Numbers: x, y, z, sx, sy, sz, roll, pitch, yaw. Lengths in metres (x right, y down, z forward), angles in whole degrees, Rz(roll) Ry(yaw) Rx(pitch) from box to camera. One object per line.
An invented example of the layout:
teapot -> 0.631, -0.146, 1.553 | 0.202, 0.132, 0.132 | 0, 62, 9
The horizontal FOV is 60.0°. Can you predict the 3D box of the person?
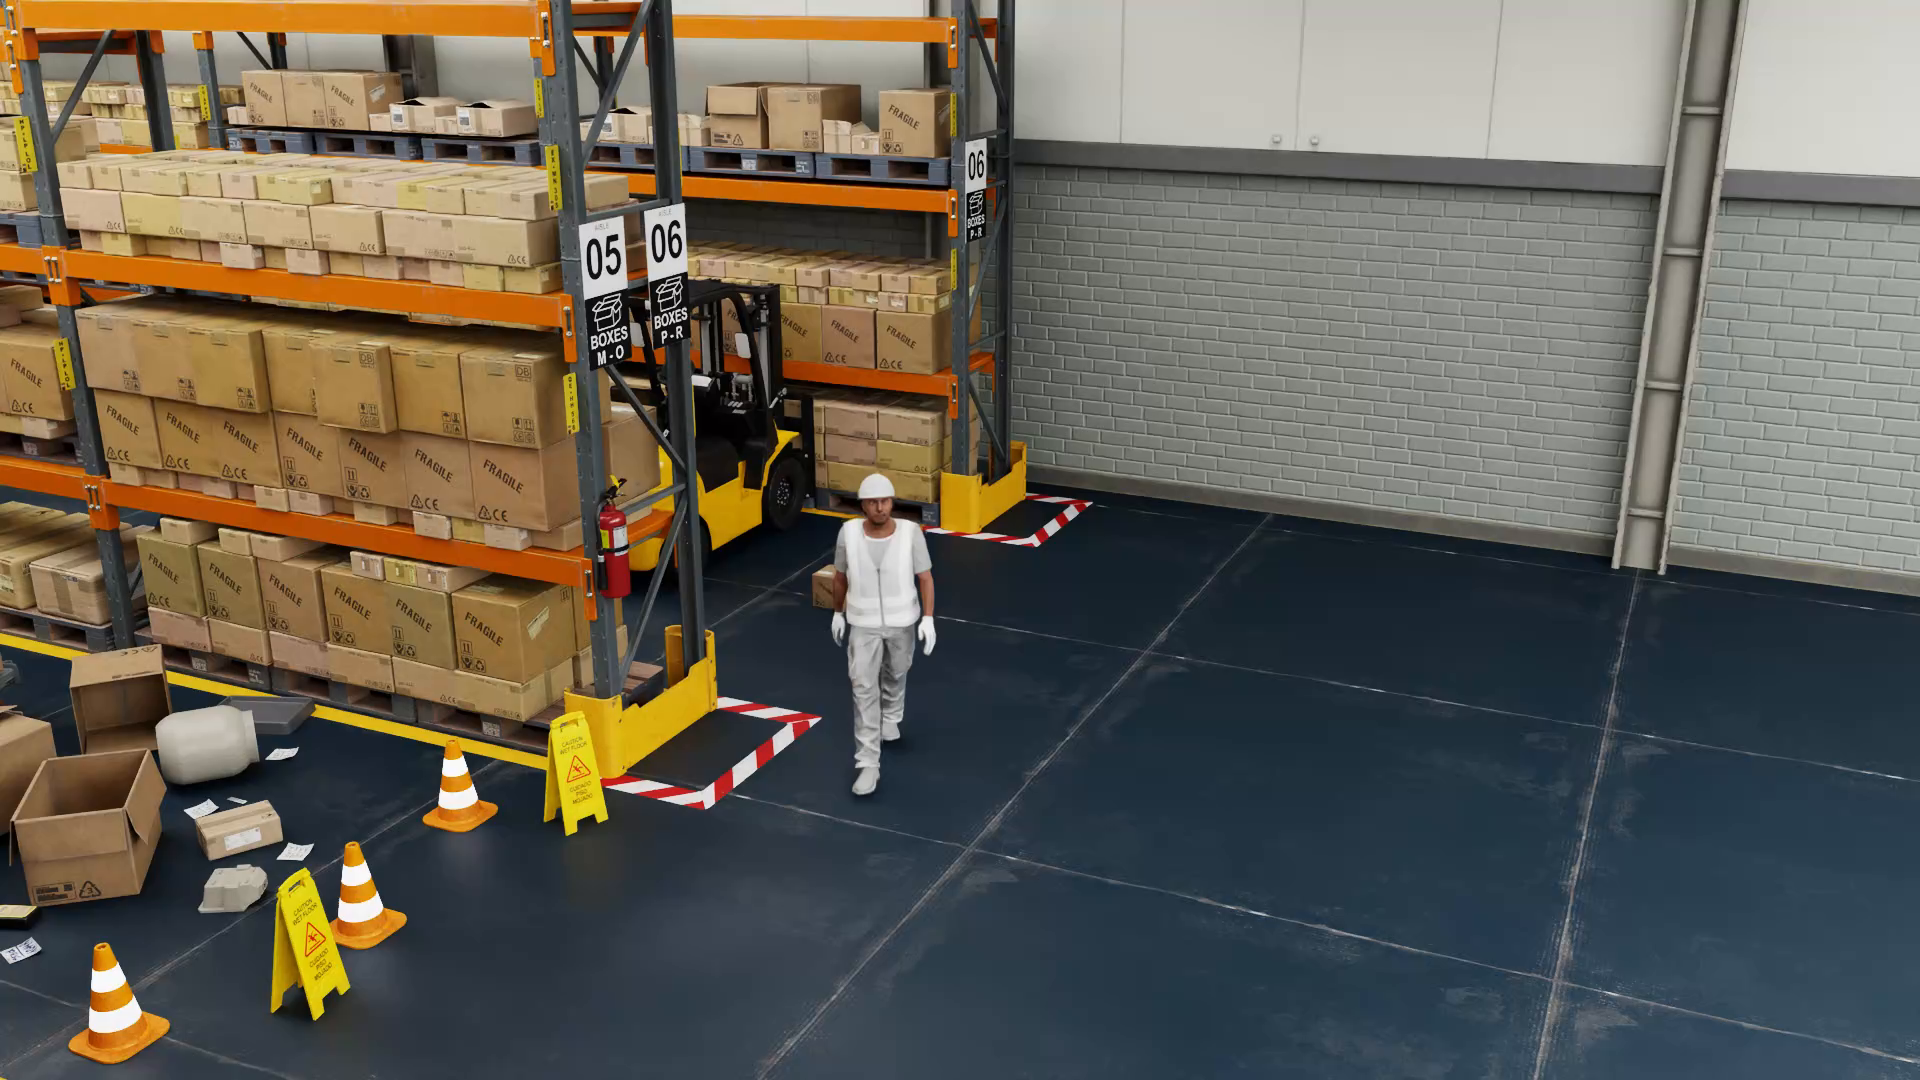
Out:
person -> -0.441, 0.485, 9.568 | 0.597, 1.727, 1.003 | -1, 19, -4
